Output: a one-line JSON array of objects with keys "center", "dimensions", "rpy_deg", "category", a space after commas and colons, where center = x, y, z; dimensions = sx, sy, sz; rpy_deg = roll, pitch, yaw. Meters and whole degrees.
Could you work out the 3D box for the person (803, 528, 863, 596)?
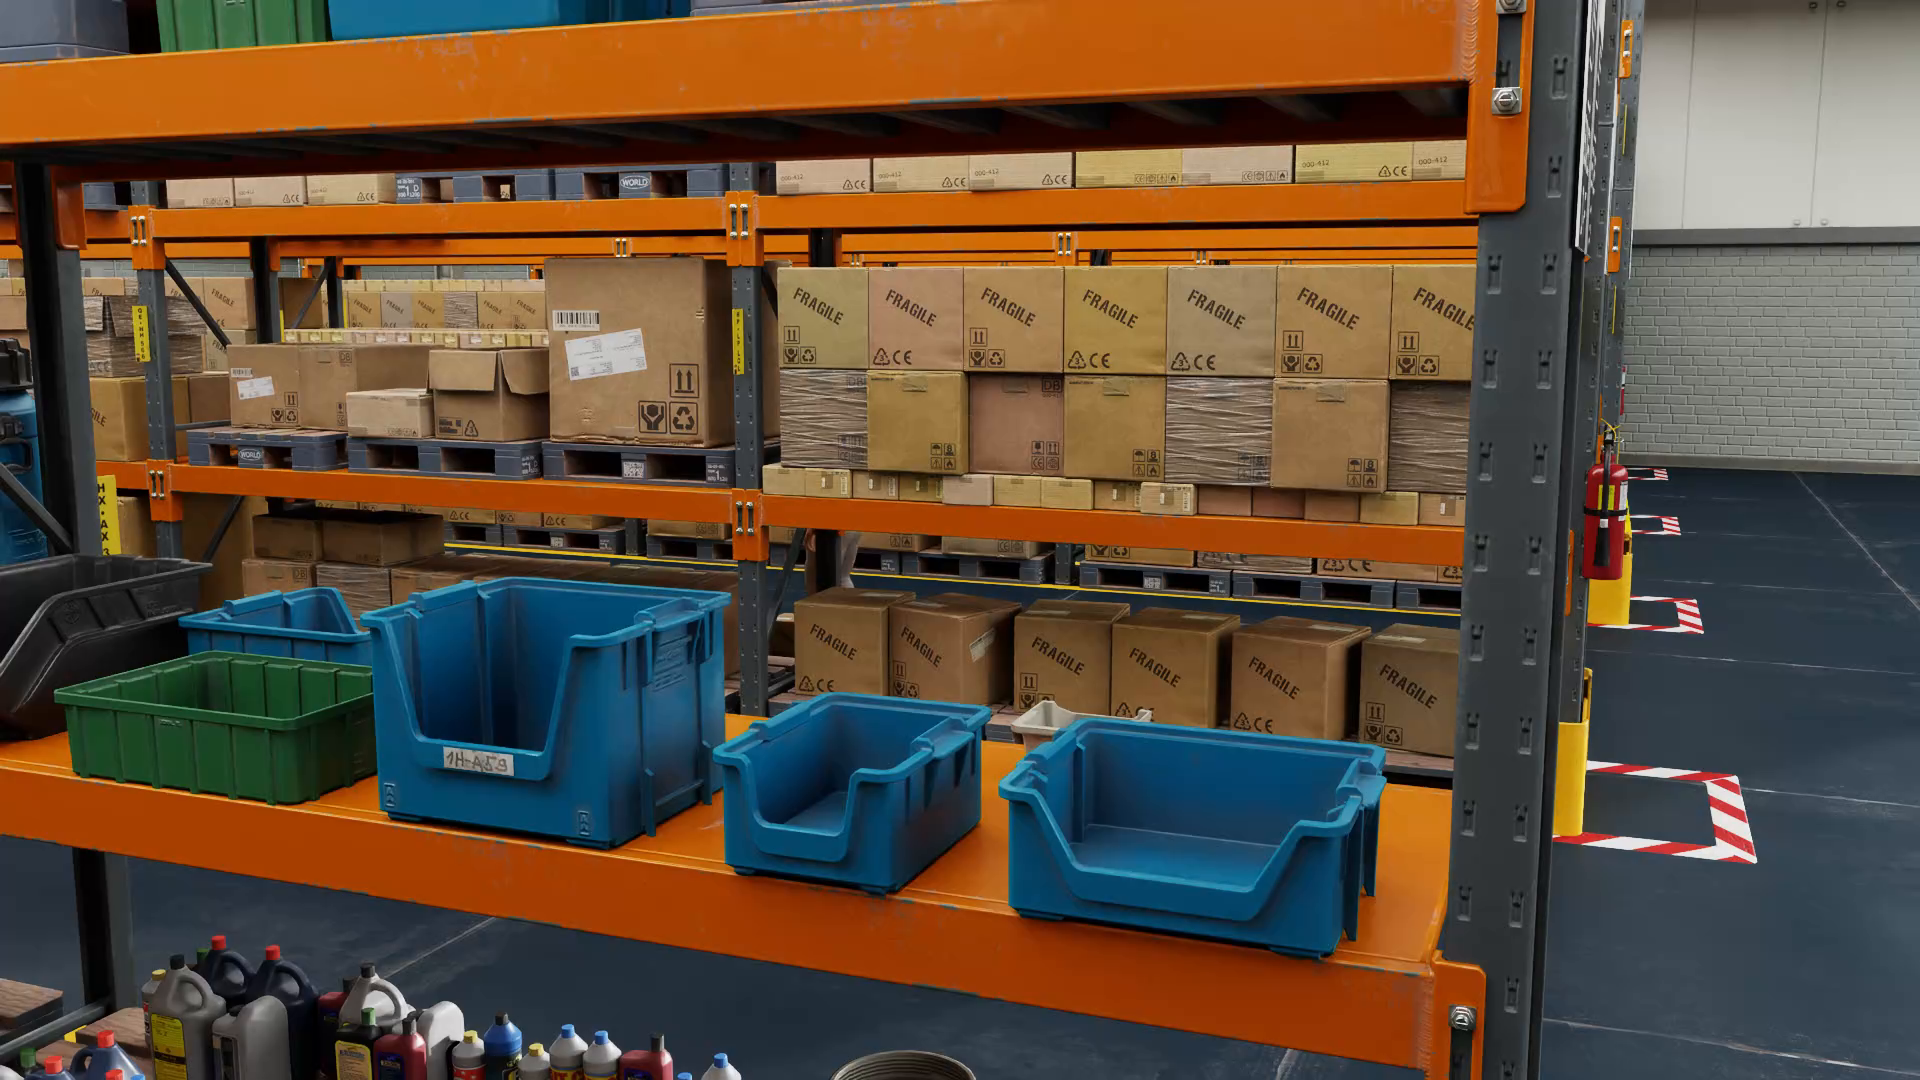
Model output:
[{"center": [-0.828, -0.102, 10.563], "dimensions": [0.394, 1.727, 0.585], "rpy_deg": [3, 9, 17], "category": "person"}]
